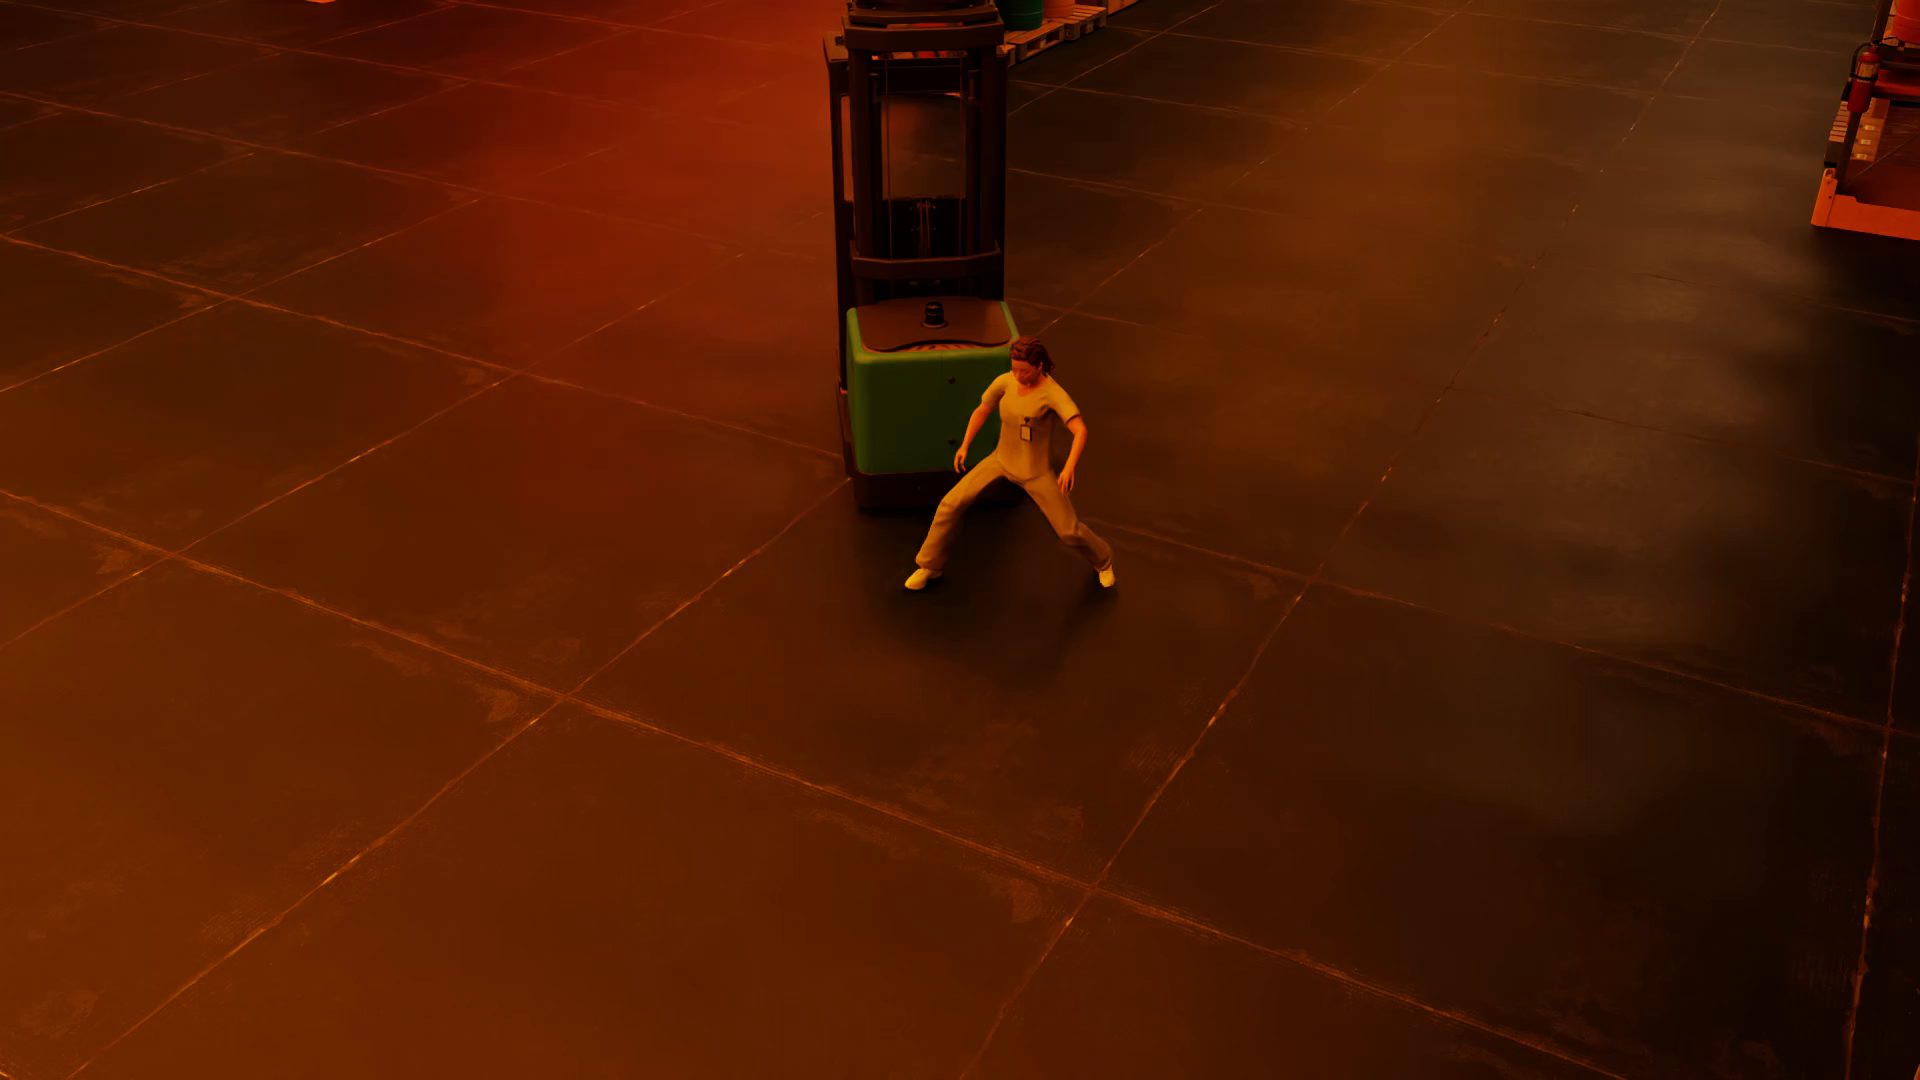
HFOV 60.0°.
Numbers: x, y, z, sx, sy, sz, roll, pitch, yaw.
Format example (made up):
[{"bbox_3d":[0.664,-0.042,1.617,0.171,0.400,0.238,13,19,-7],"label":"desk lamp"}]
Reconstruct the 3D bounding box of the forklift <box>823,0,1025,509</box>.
[{"bbox_3d":[-0.288,-2.175,10.838,1.130,2.935,3.031,-3,30,-6],"label":"forklift"}]

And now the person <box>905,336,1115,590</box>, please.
[{"bbox_3d":[0.323,-0.396,9.227,0.977,1.521,0.964,18,35,28],"label":"person"}]
